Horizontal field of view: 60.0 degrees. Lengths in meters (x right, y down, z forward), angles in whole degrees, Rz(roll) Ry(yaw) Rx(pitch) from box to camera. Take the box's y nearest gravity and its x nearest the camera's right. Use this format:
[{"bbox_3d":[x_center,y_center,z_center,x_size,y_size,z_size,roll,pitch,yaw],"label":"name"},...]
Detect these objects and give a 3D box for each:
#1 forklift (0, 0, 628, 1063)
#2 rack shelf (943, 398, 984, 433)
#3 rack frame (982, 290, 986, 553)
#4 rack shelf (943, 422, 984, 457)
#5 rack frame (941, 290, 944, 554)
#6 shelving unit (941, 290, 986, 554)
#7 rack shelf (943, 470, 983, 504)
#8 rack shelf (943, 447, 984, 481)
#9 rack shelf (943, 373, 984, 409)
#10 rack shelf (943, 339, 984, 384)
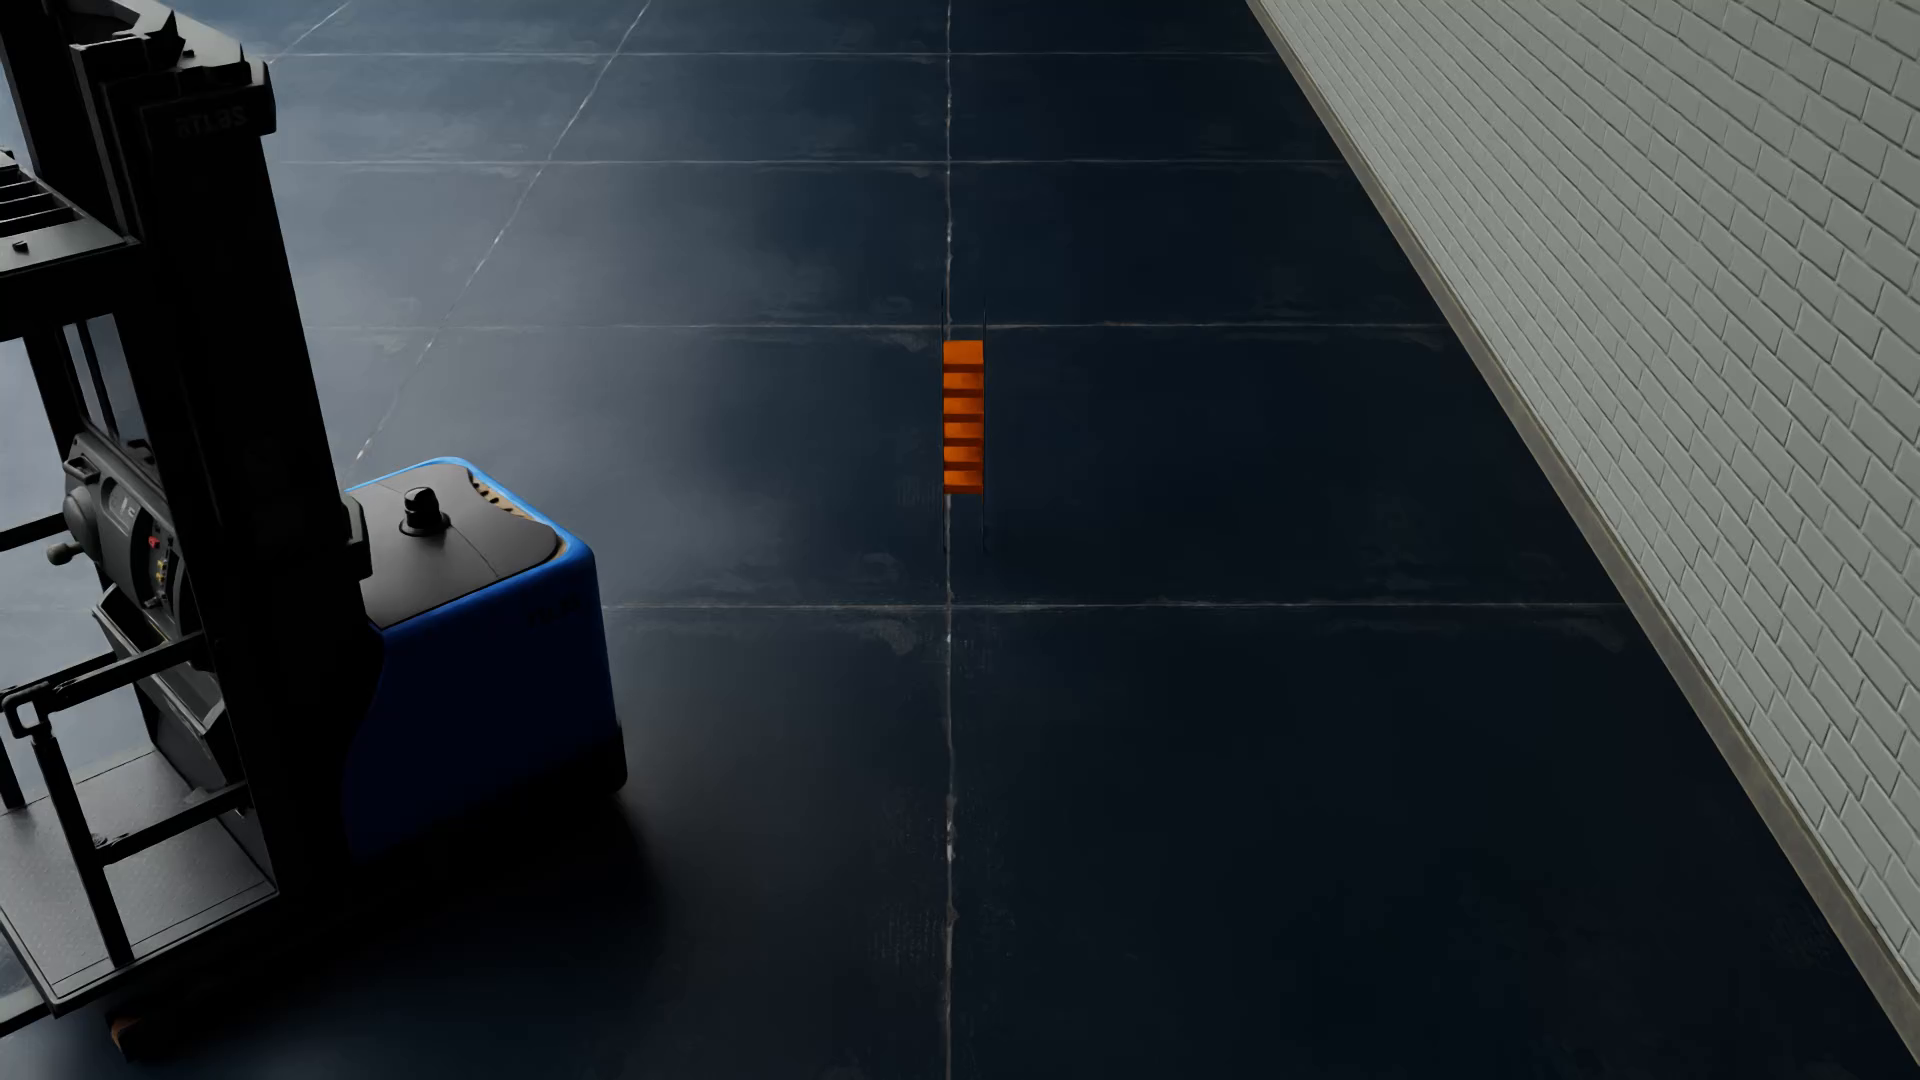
[{"bbox_3d":[-2.651,0.034,4.869,3.031,2.935,1.130,-26,40,-36],"label":"forklift"},{"bbox_3d":[0.014,-0.578,7.400,0.180,0.103,0.258,0,31,0],"label":"rack shelf"},{"bbox_3d":[0.106,-0.513,7.439,0.006,1.200,0.240,0,31,0],"label":"rack frame"},{"bbox_3d":[0.014,-0.475,7.462,0.180,0.103,0.258,0,31,0],"label":"rack shelf"},{"bbox_3d":[-0.077,-0.513,7.438,0.006,1.200,0.240,0,31,0],"label":"rack frame"},{"bbox_3d":[0.014,-0.513,7.439,0.189,1.200,0.258,0,31,0],"label":"shelving unit"},{"bbox_3d":[0.014,-0.270,7.586,0.180,0.103,0.258,0,31,0],"label":"rack shelf"},{"bbox_3d":[0.014,-0.372,7.524,0.180,0.103,0.258,0,31,0],"label":"rack shelf"},{"bbox_3d":[0.014,-0.680,7.337,0.180,0.103,0.258,0,31,0],"label":"rack shelf"},{"bbox_3d":[0.014,-0.783,7.275,0.180,0.103,0.258,0,31,0],"label":"rack shelf"}]
